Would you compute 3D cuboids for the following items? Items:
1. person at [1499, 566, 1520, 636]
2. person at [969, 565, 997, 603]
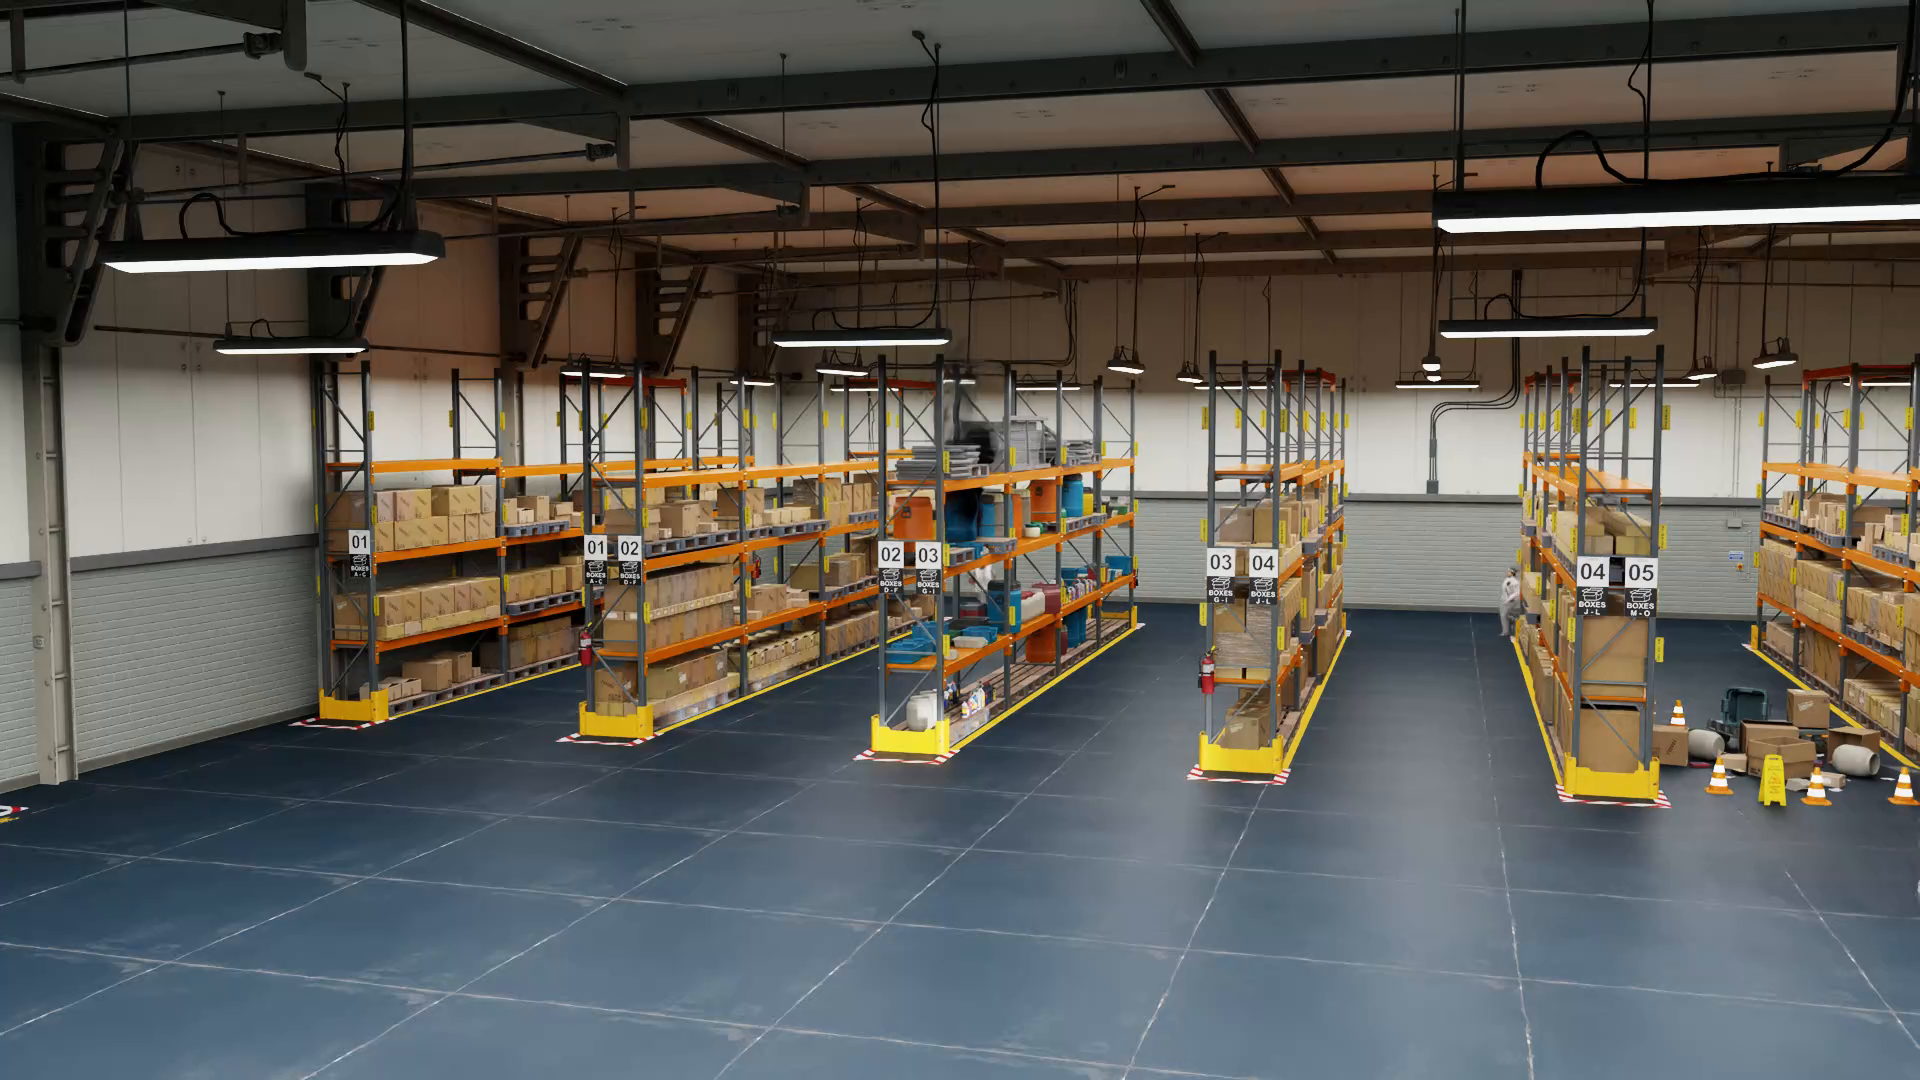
[{"bbox_3d":[12.897,1.438,38.818,0.560,1.693,0.640,-1,4,-12],"label":"person"},{"bbox_3d":[0.571,1.226,40.913,0.719,1.720,0.675,-1,4,-11],"label":"person"}]
